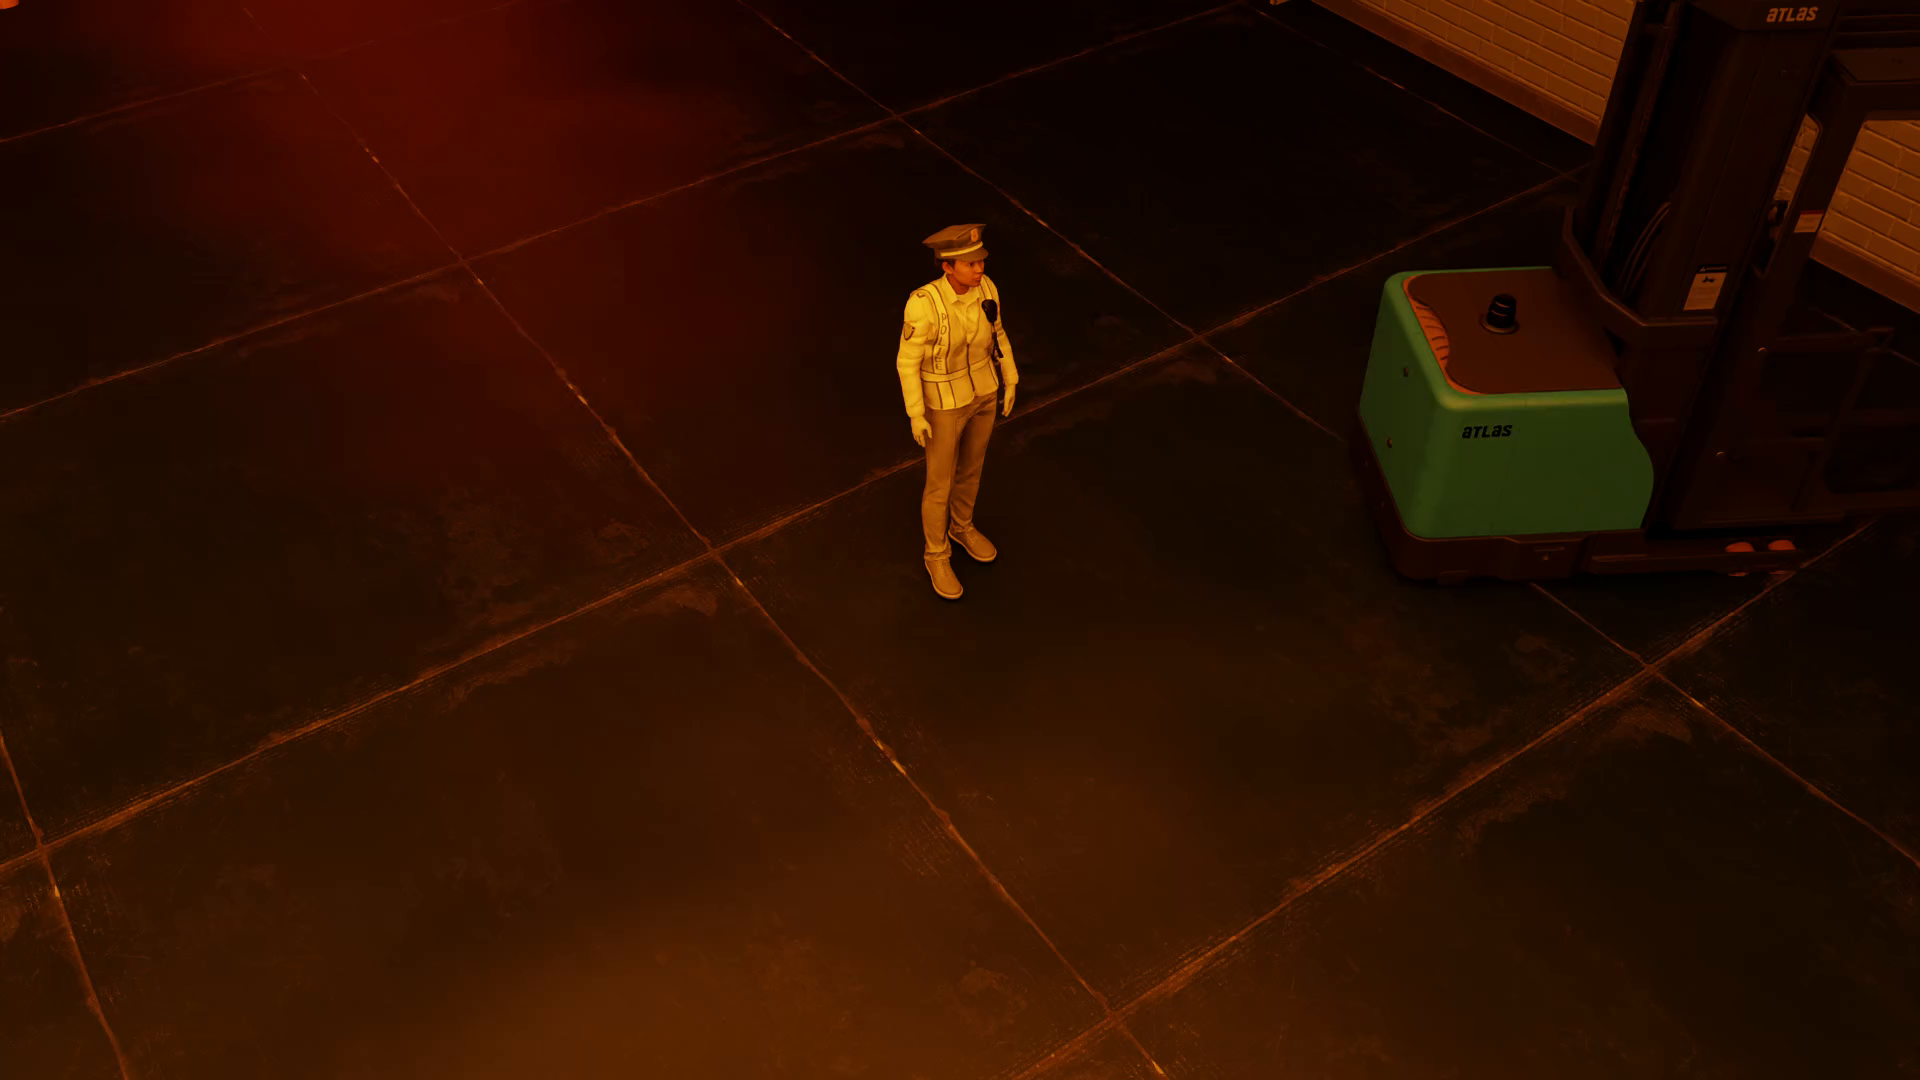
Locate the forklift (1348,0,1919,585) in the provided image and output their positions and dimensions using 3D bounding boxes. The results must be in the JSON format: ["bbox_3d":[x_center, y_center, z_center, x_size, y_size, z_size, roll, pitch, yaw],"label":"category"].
[{"bbox_3d":[3.471,-1.266,7.089,3.031,2.935,1.130,-3,43,-3],"label":"forklift"}]

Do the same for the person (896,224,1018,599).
[{"bbox_3d":[0.033,-0.588,7.255,0.586,1.694,0.531,-25,48,-25],"label":"person"}]
